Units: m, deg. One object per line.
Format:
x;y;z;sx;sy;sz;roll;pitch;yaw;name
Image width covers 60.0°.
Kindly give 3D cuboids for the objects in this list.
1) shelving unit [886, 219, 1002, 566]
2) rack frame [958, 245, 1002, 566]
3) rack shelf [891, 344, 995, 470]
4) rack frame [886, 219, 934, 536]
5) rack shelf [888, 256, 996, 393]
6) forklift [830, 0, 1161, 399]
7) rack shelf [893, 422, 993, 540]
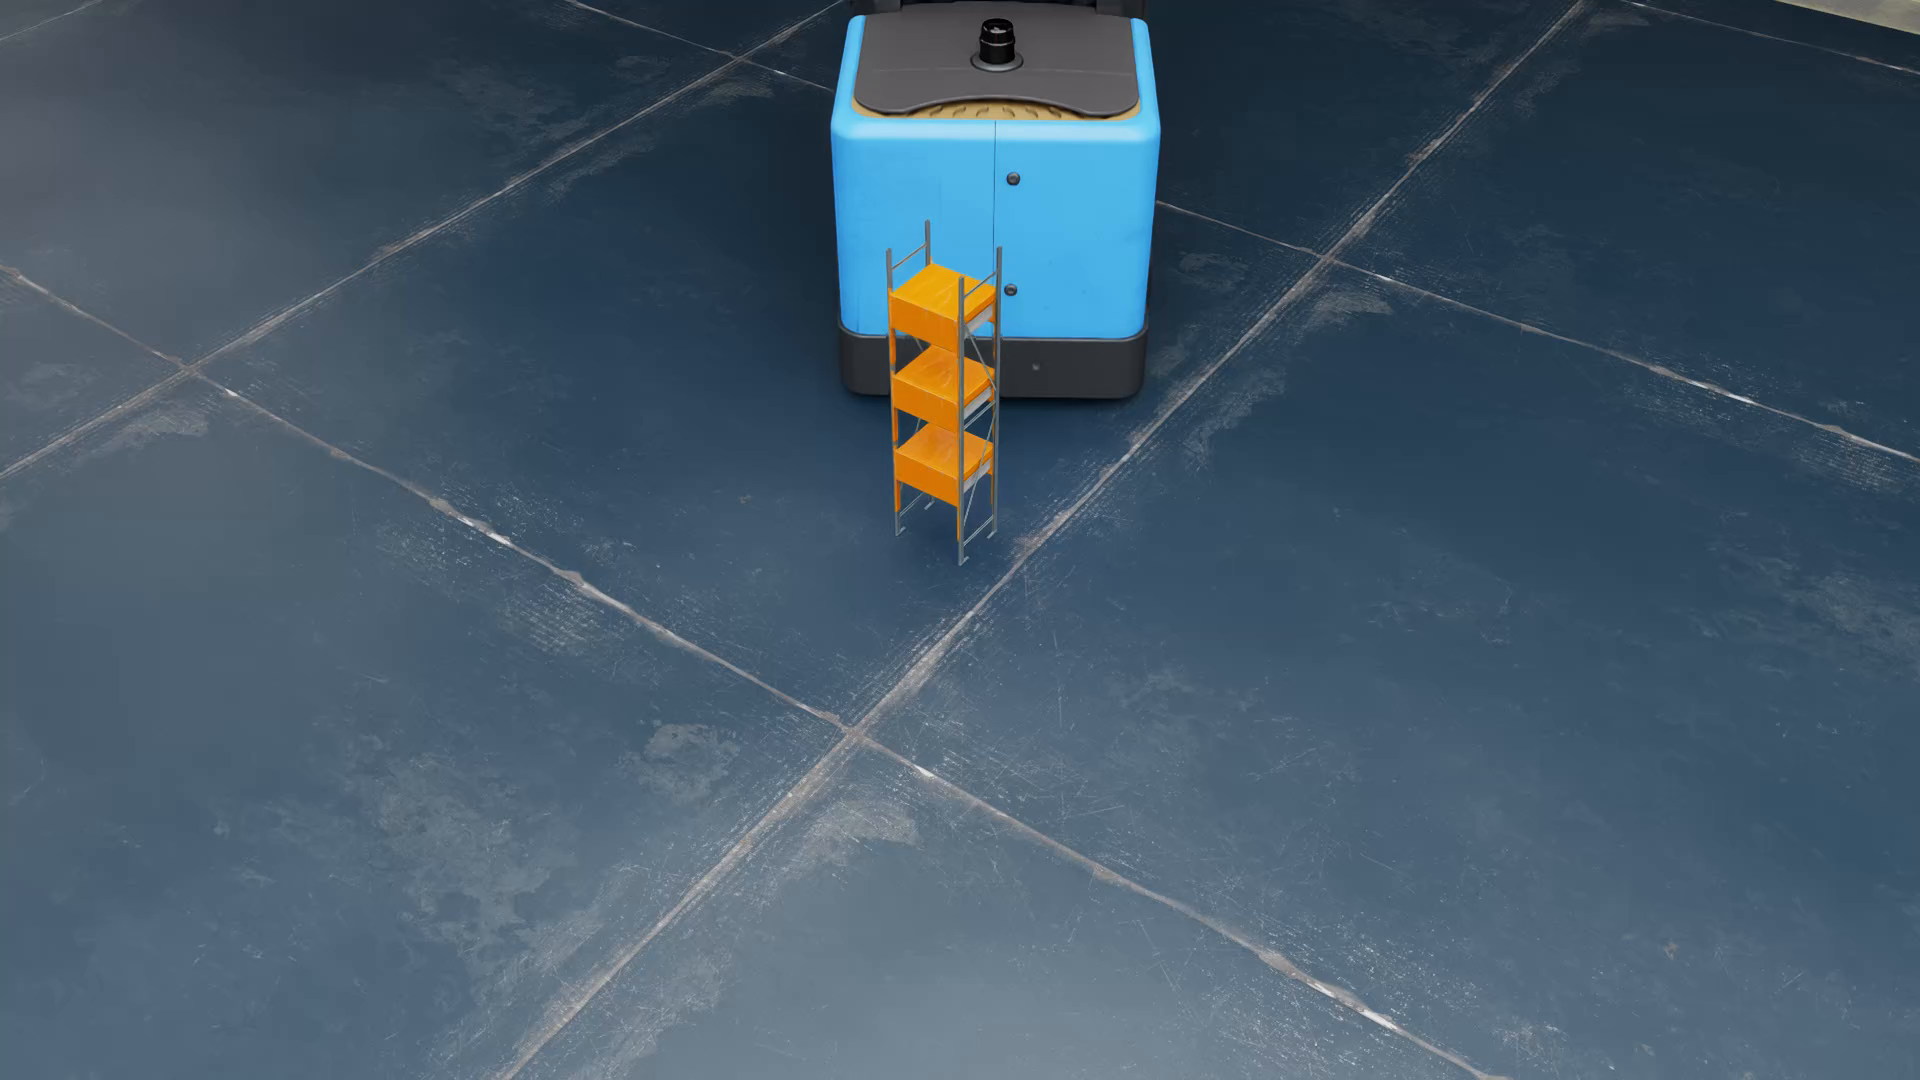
-0.044;-0.412;4.923;0.252;1.050;0.215;25;48;25;shelving unit
0.056;-0.365;4.871;0.008;1.050;0.200;25;48;25;rack frame
-0.044;-0.404;4.930;0.240;0.259;0.215;25;48;25;rack shelf
-0.144;-0.458;4.975;0.008;1.050;0.200;25;48;25;rack frame
-0.044;-0.615;4.741;0.240;0.259;0.215;25;48;25;rack shelf
0.149;-2.538;5.888;1.130;2.935;3.031;1;42;1;forklift
-0.044;-0.197;5.115;0.240;0.259;0.215;25;48;25;rack shelf
